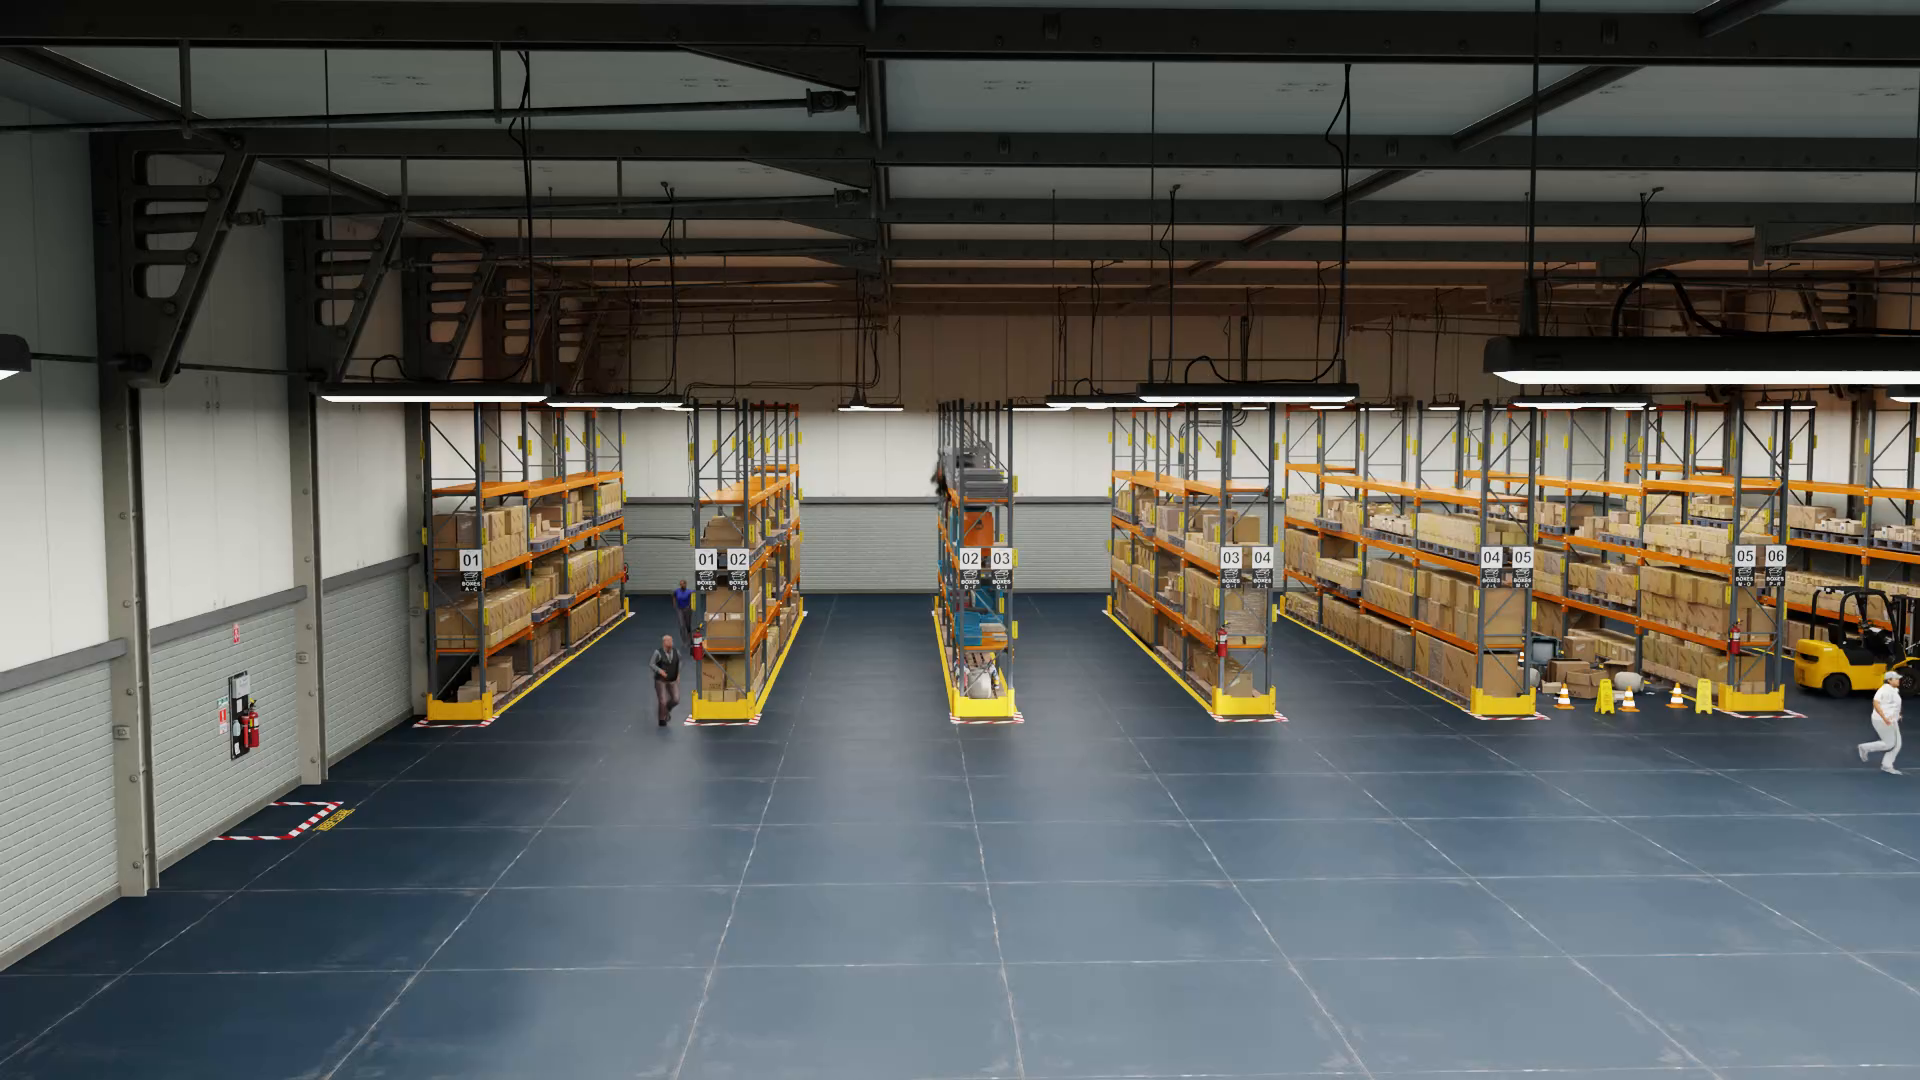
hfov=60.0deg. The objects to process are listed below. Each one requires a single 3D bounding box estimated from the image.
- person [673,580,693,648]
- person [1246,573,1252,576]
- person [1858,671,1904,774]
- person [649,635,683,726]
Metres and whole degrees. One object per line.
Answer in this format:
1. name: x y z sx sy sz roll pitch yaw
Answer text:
1. person: -6.832 1.791 41.159 0.576 1.649 0.915 0 4 0
2. person: 7.955 1.352 46.181 0.708 1.764 0.786 0 4 -1
3. person: 14.798 2.902 26.646 0.604 1.638 0.626 4 6 43
4. person: -5.341 2.583 30.466 0.679 1.676 0.598 -3 5 -31
